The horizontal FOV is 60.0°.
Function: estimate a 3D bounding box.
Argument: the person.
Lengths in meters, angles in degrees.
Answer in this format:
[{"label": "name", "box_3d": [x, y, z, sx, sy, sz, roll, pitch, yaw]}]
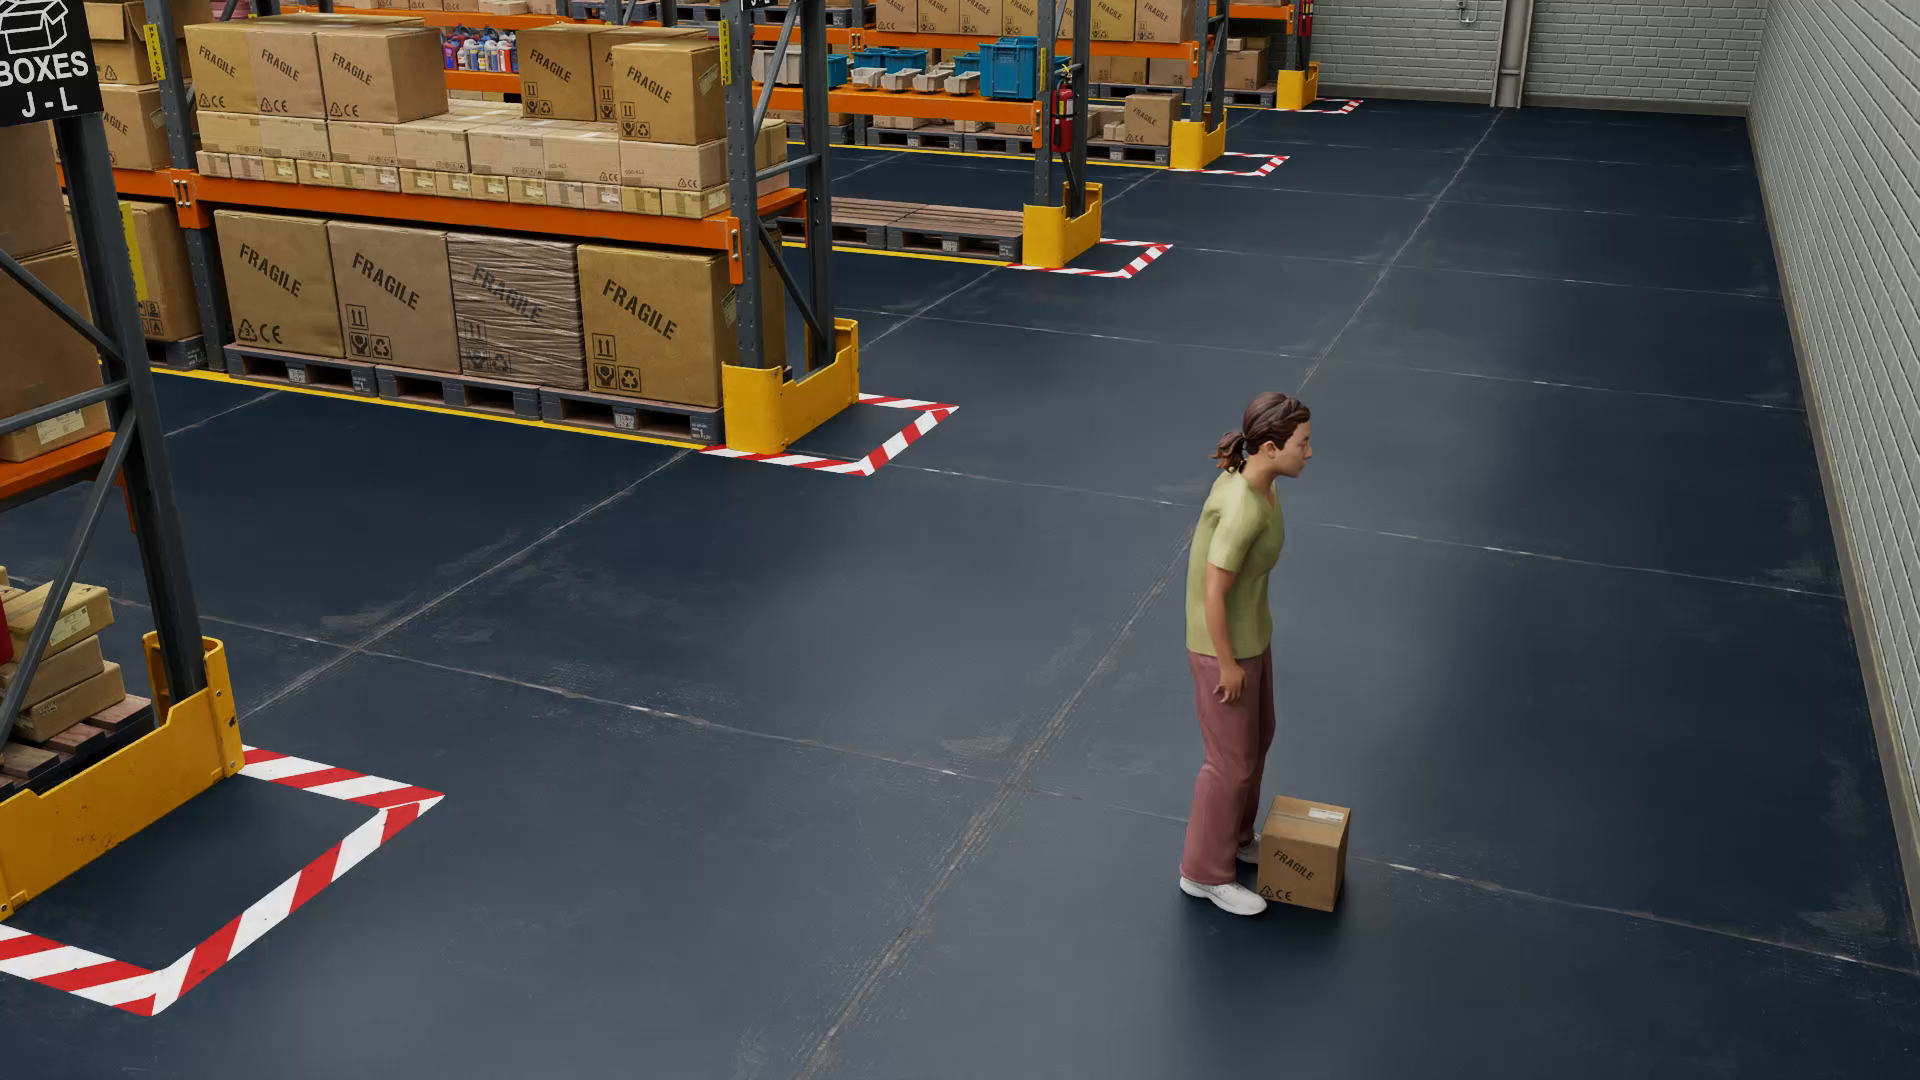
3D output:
[{"label": "person", "box_3d": [0.898, 0.338, 5.276, 0.367, 1.671, 0.512, 7, 24, 17]}]
